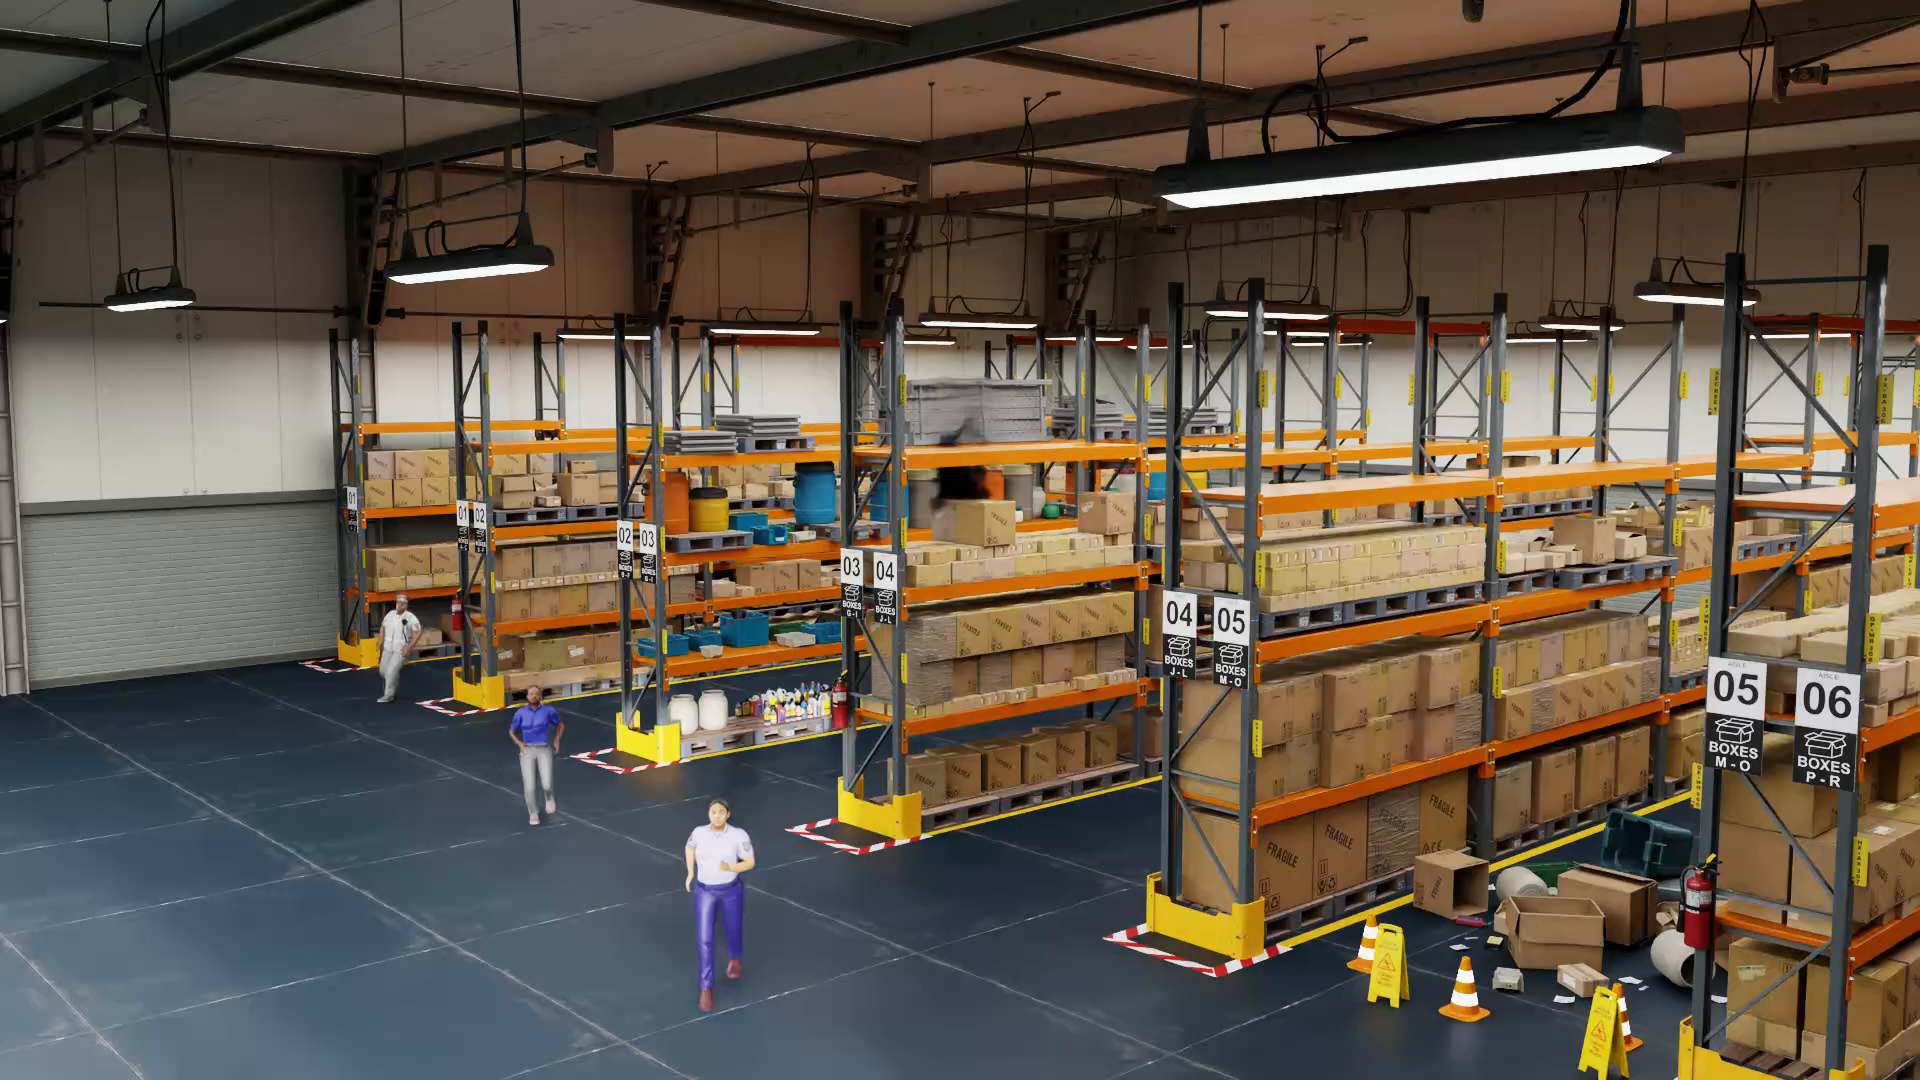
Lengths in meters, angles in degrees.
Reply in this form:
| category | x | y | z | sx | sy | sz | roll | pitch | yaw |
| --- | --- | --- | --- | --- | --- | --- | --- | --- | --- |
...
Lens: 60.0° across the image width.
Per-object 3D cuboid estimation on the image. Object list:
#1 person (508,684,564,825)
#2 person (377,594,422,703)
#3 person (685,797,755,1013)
| category | x | y | z | sx | sy | sz | roll | pitch | yaw |
| --- | --- | --- | --- | --- | --- | --- | --- | --- | --- |
| person | -4.882 | 2.478 | 19.172 | 0.620 | 1.616 | 0.529 | -1 | 6 | -13 |
| person | -8.910 | 1.706 | 26.434 | 0.697 | 1.708 | 0.584 | 1 | 6 | 6 |
| person | -2.002 | 2.963 | 13.851 | 0.598 | 1.658 | 0.919 | 0 | 6 | -3 |
